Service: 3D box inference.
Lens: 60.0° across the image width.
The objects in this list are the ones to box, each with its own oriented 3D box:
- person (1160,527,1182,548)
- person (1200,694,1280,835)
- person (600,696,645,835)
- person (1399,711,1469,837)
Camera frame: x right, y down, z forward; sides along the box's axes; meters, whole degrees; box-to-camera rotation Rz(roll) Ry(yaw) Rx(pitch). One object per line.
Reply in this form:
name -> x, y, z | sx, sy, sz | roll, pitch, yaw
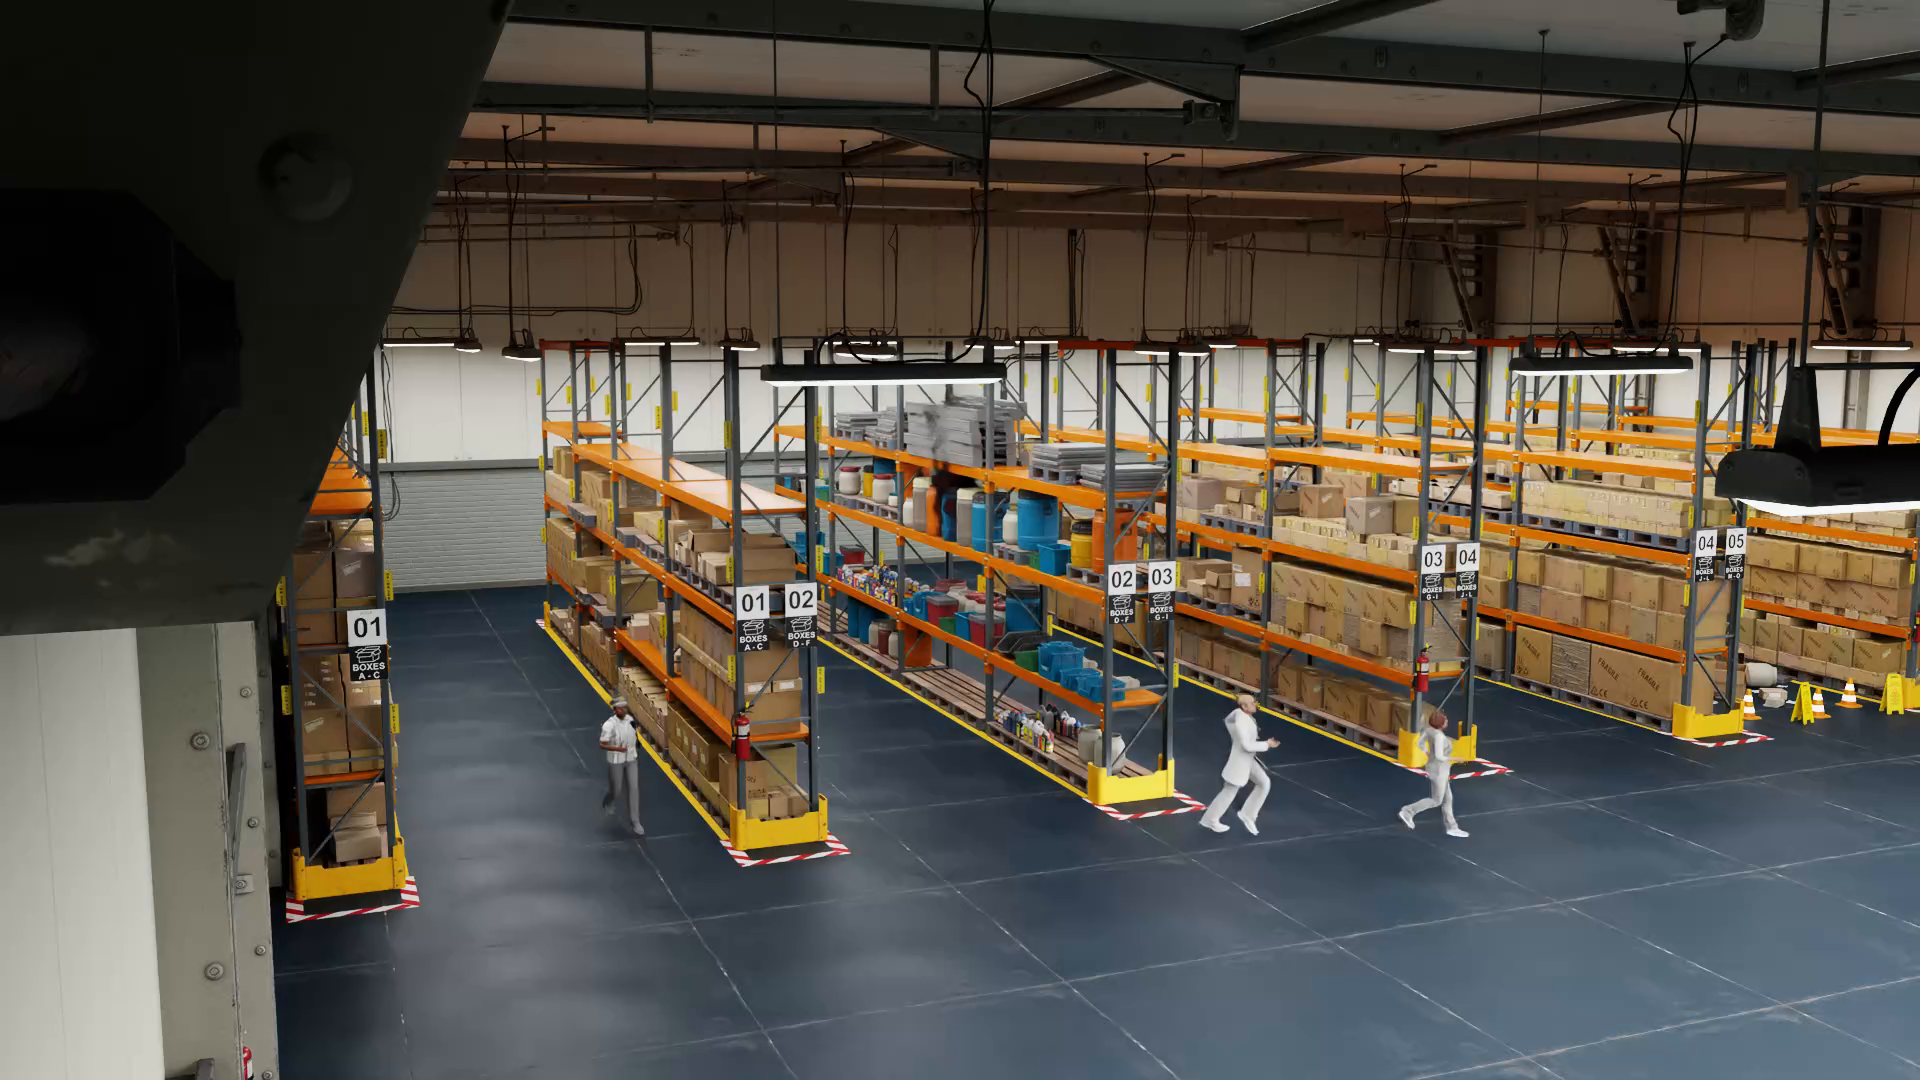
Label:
person -> 5.375, 0.040, 41.707 | 0.704, 1.815, 0.690 | -3, 8, -19
person -> 3.487, 2.782, 20.622 | 0.958, 1.802, 0.729 | 2, 8, 18
person -> -4.244, 2.777, 20.840 | 0.579, 1.694, 0.923 | -6, 9, -37
person -> 5.850, 2.881, 20.462 | 0.869, 1.587, 0.537 | 1, 7, 5
